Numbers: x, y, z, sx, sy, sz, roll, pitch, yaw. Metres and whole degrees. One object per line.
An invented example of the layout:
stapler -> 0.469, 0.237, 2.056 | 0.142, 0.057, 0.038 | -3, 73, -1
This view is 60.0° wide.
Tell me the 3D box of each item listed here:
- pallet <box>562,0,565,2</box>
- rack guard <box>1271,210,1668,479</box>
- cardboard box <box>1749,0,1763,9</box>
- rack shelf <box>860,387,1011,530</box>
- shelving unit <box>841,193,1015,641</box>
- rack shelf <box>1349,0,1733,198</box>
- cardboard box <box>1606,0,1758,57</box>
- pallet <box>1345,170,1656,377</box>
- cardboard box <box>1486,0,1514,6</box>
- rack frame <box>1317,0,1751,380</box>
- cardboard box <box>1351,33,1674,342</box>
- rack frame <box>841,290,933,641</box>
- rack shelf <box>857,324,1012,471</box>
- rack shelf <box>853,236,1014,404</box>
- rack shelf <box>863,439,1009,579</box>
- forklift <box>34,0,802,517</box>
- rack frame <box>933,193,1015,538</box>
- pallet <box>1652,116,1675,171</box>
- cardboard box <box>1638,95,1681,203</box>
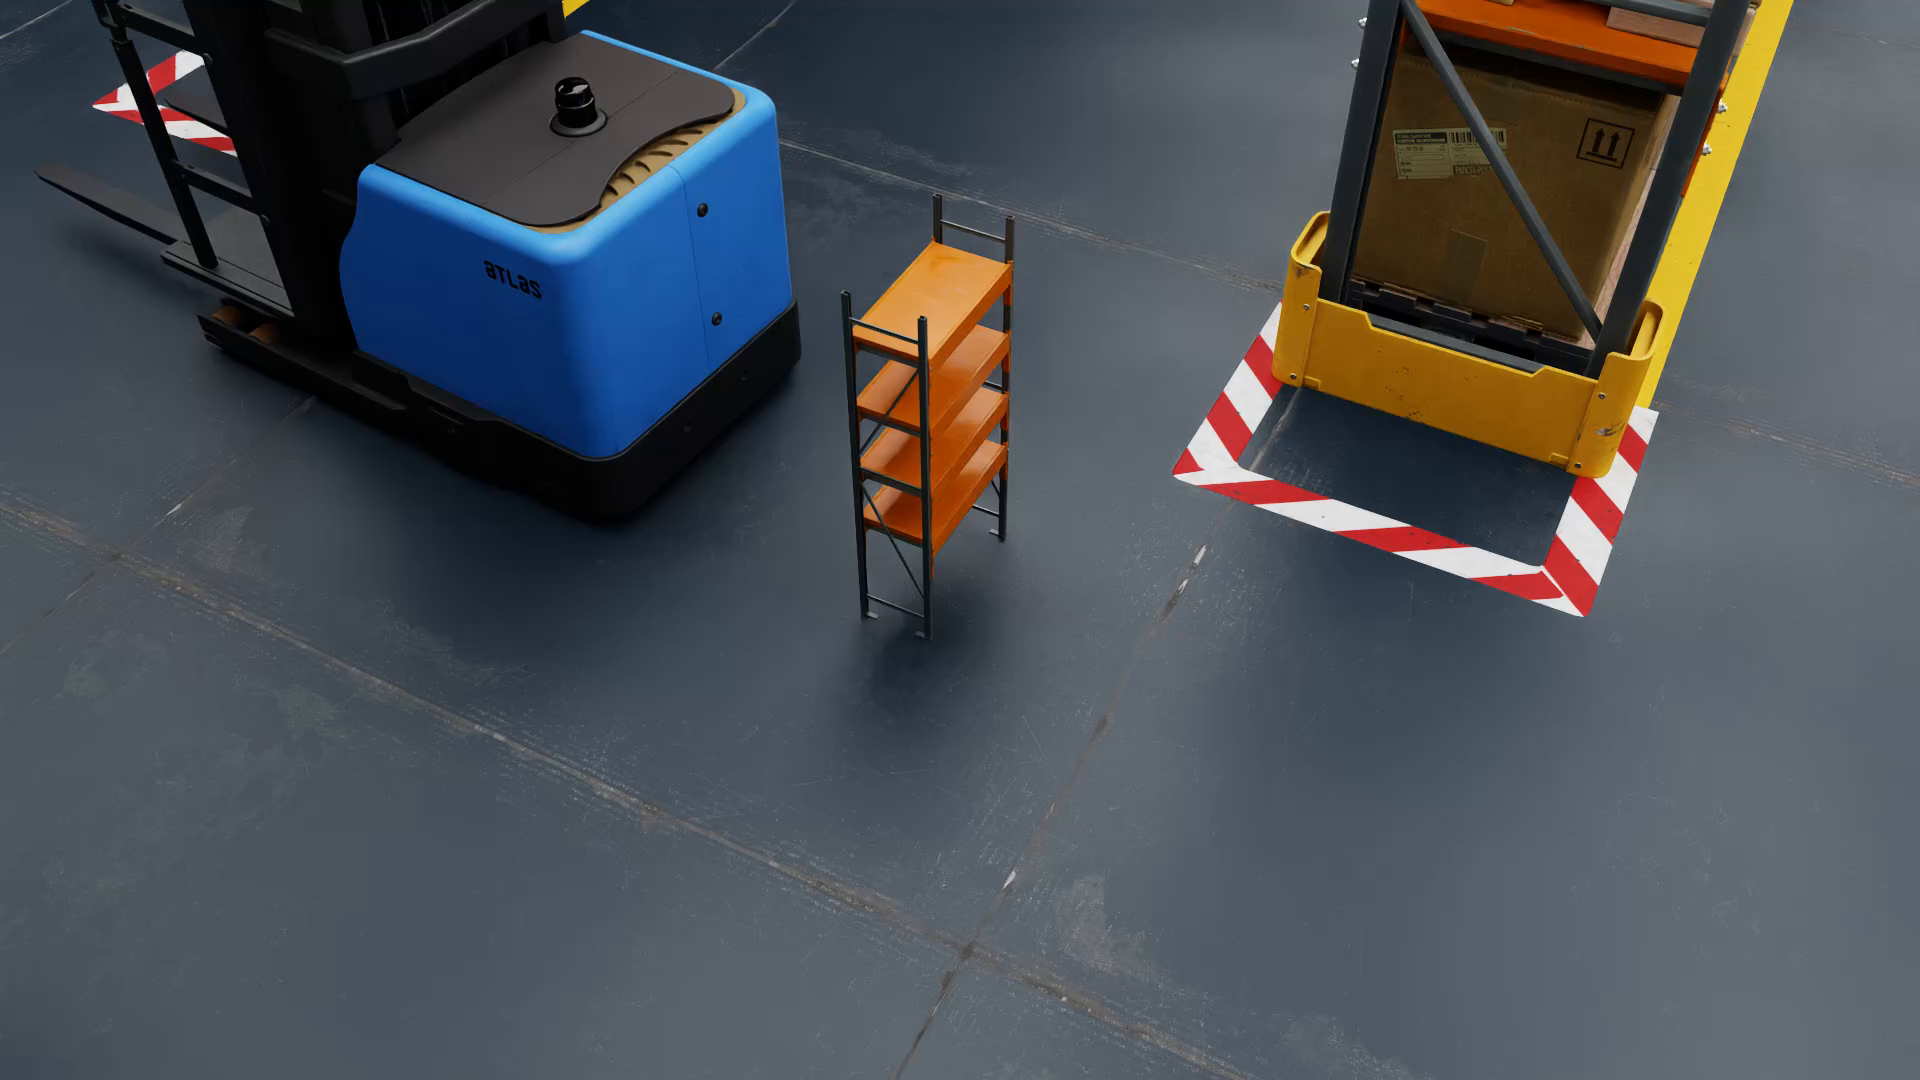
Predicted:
pallet -> -2.226, -2.824, 7.892 | 1.003, 0.211, 1.213 | 20, 49, 19
rack guard -> 1.666, -0.661, 5.552 | 1.175, 0.500, 0.348 | 20, 49, 19
cardboard box -> 2.139, -1.820, 4.836 | 0.500, 0.250, 0.500 | 19, 48, 18
rack shelf -> -0.077, -0.270, 4.768 | 0.258, 0.148, 0.480 | 20, 49, 19
shelving unit -> -0.077, -0.317, 4.720 | 0.258, 1.200, 0.503 | 20, 49, 19
rack shelf -> 2.605, -2.562, 6.179 | 1.077, 0.370, 4.000 | 20, 49, 19
cardboard box -> 2.134, -1.581, 4.880 | 0.380, 0.149, 0.250 | 21, 49, 19
pallet -> 1.979, -1.104, 6.193 | 1.003, 0.211, 1.213 | 20, 49, 19
cardboard box -> 1.551, -1.799, 5.096 | 0.380, 0.149, 0.250 | 21, 49, 20
rack frame -> 1.677, -1.555, 4.677 | 1.000, 3.000, 0.127 | 20, 49, 19
cardboard box -> 1.903, -1.385, 5.708 | 0.875, 0.875, 0.875 | 20, 49, 19
rack frame -> -0.190, -0.164, 4.568 | 0.240, 1.200, 0.015 | 20, 49, 19
rack shelf -> -0.077, -0.427, 4.609 | 0.258, 0.148, 0.480 | 20, 49, 19
rack shelf -> -0.077, -0.594, 4.441 | 0.258, 0.148, 0.480 | 20, 49, 19
rack shelf -> -0.077, -0.131, 4.909 | 0.258, 0.148, 0.480 | 20, 49, 19
forklift -> -2.071, -1.912, 5.079 | 3.031, 2.935, 1.130 | 24, 50, 22
rack frame -> 0.036, -0.471, 4.872 | 0.240, 1.200, 0.015 | 20, 49, 19
pallet -> 2.546, -1.870, 6.949 | 1.003, 0.211, 1.213 | 20, 49, 19
cardboard box -> 2.326, -1.958, 6.275 | 0.875, 0.875, 0.875 | 20, 49, 19
